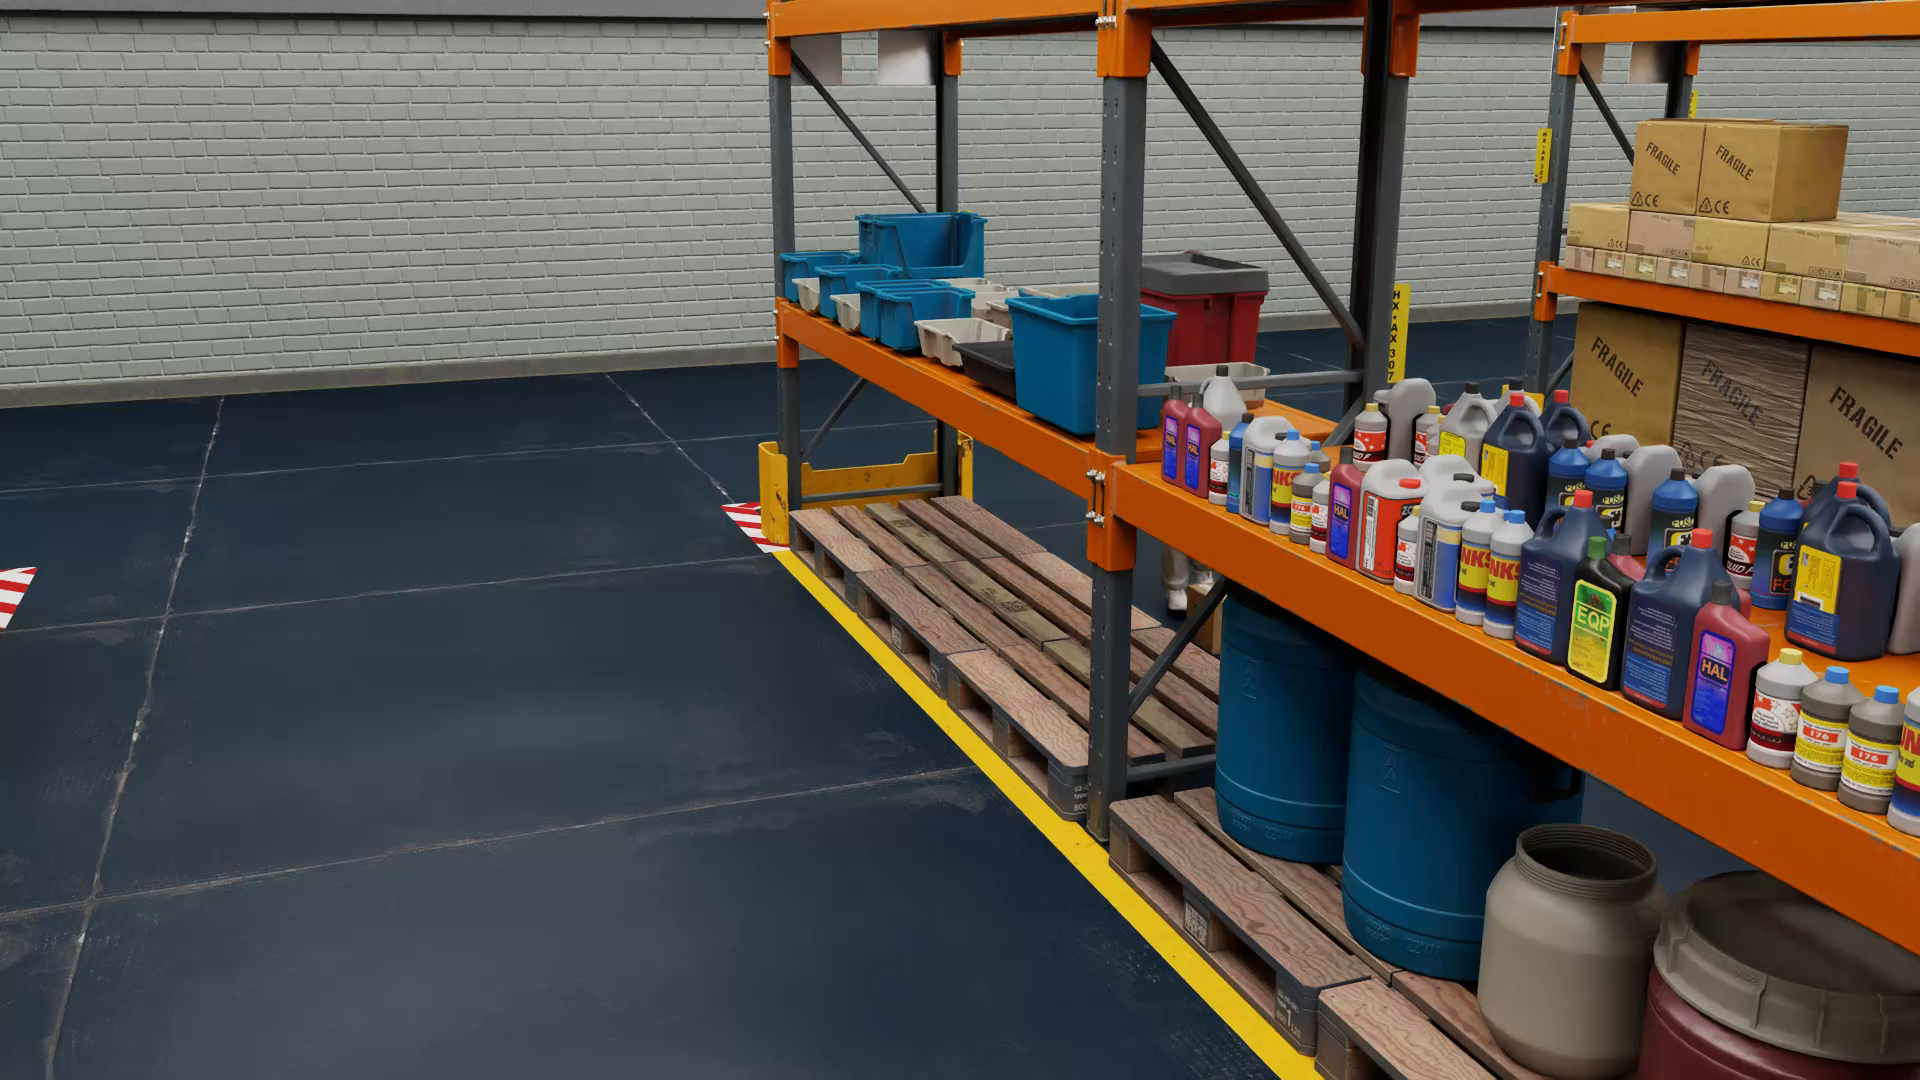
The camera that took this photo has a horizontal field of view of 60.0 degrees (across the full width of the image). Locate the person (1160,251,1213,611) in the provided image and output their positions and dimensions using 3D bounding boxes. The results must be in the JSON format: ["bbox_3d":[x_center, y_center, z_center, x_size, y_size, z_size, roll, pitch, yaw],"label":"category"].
[{"bbox_3d":[1.071,-0.499,7.733,0.472,1.661,0.500,0,16,-2],"label":"person"}]
